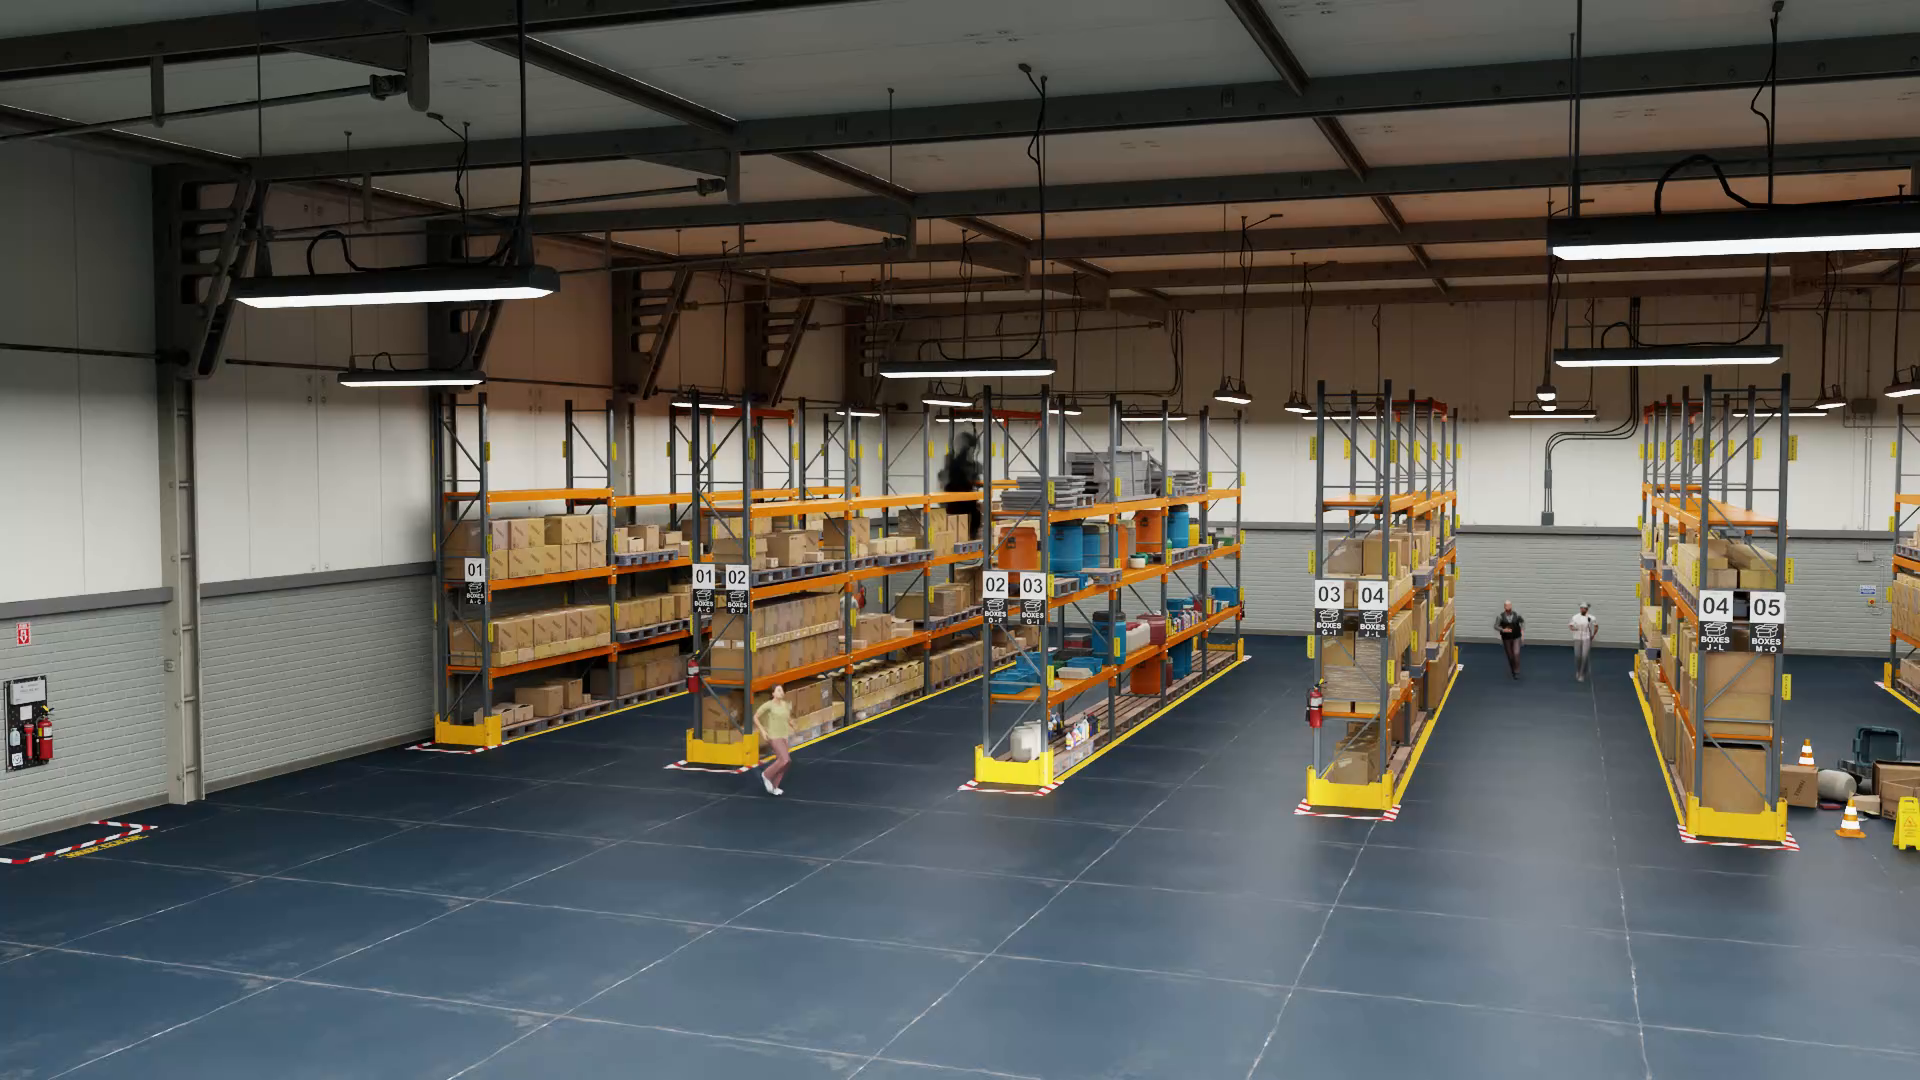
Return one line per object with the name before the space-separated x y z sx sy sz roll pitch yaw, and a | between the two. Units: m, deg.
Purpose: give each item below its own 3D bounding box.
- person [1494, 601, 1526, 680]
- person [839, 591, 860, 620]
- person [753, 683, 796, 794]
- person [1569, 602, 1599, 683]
person | 12.195 2.208 36.881 0.684 1.703 0.874 1 3 15
person | -2.570 1.880 38.050 0.555 1.628 0.487 0 3 9
person | -2.625 2.892 24.164 0.548 1.630 0.573 2 4 38
person | 13.593 2.214 36.329 0.582 1.747 0.733 2 4 34
